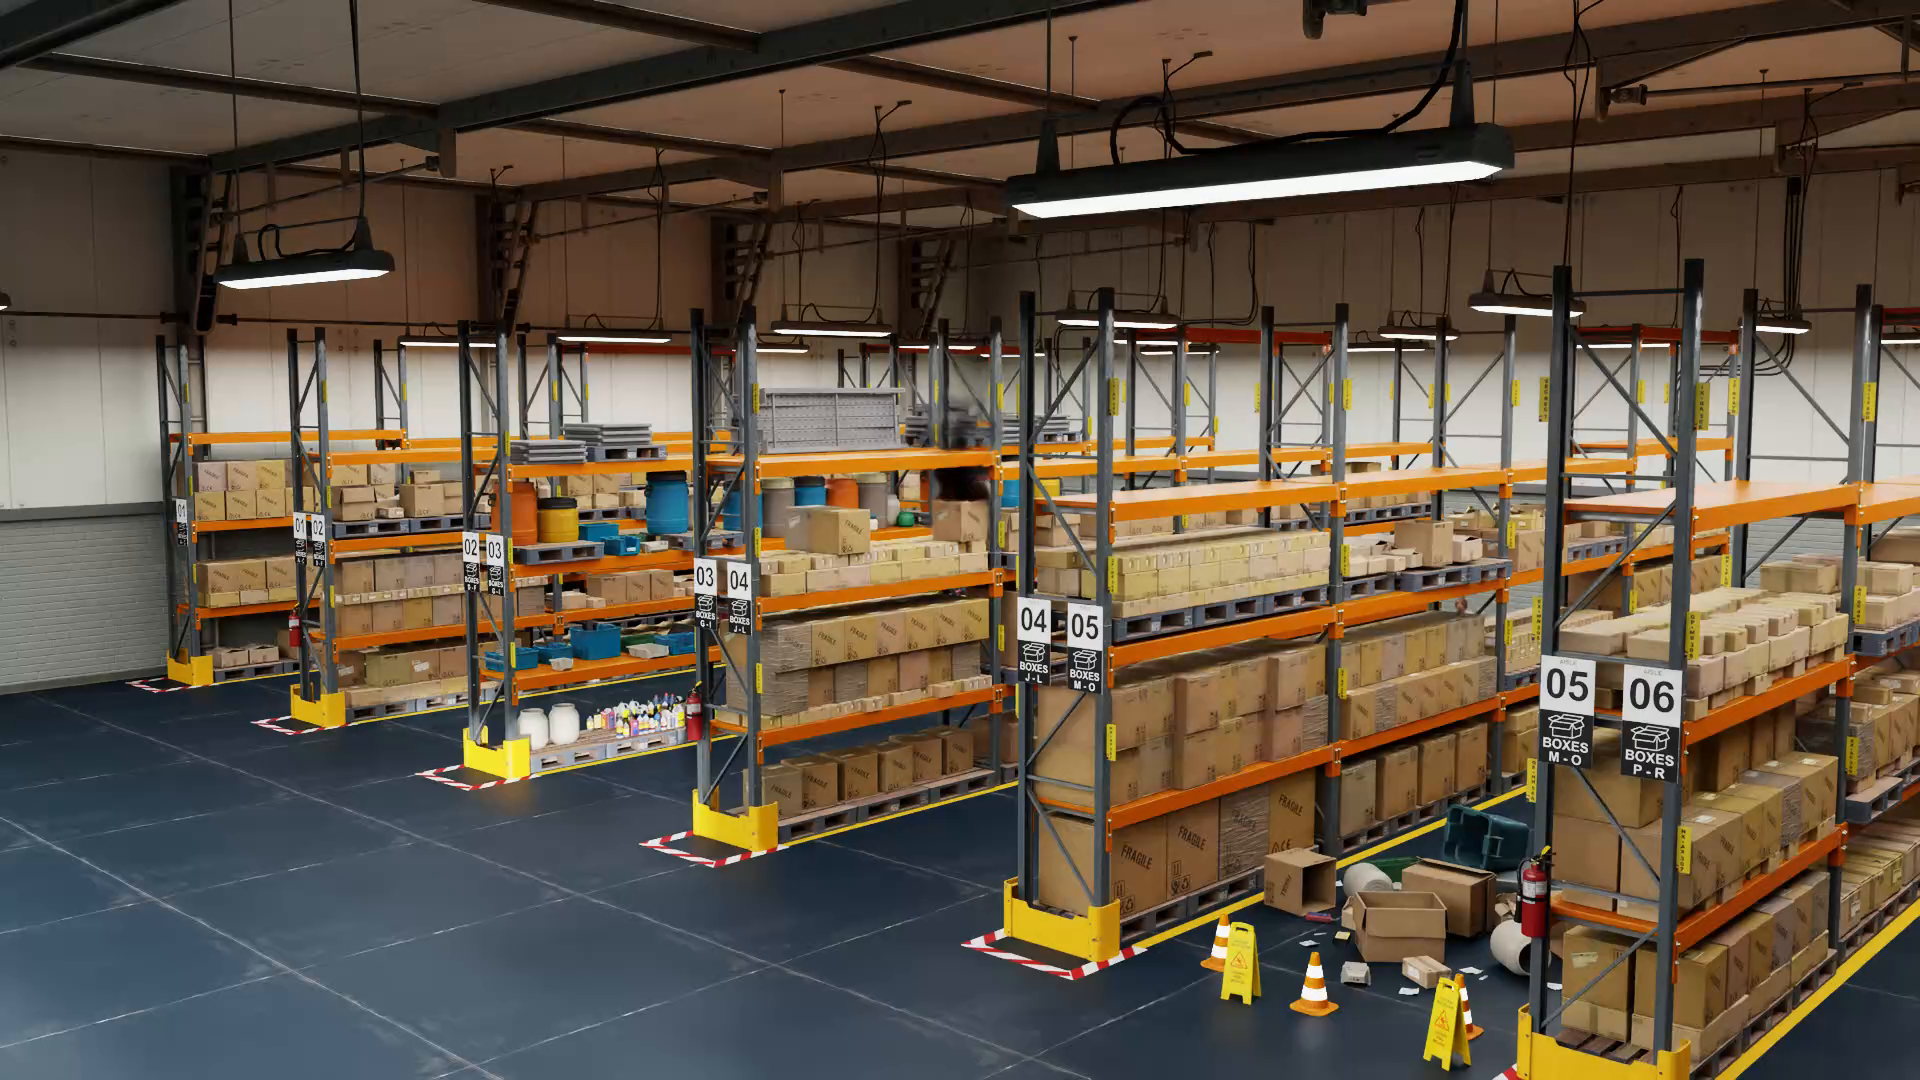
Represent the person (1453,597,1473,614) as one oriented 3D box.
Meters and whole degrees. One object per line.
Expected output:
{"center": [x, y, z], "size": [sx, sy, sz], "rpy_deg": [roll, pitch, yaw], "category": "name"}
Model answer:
{"center": [8.492, 1.748, 28.183], "size": [0.546, 1.568, 0.544], "rpy_deg": [5, 7, 41], "category": "person"}
